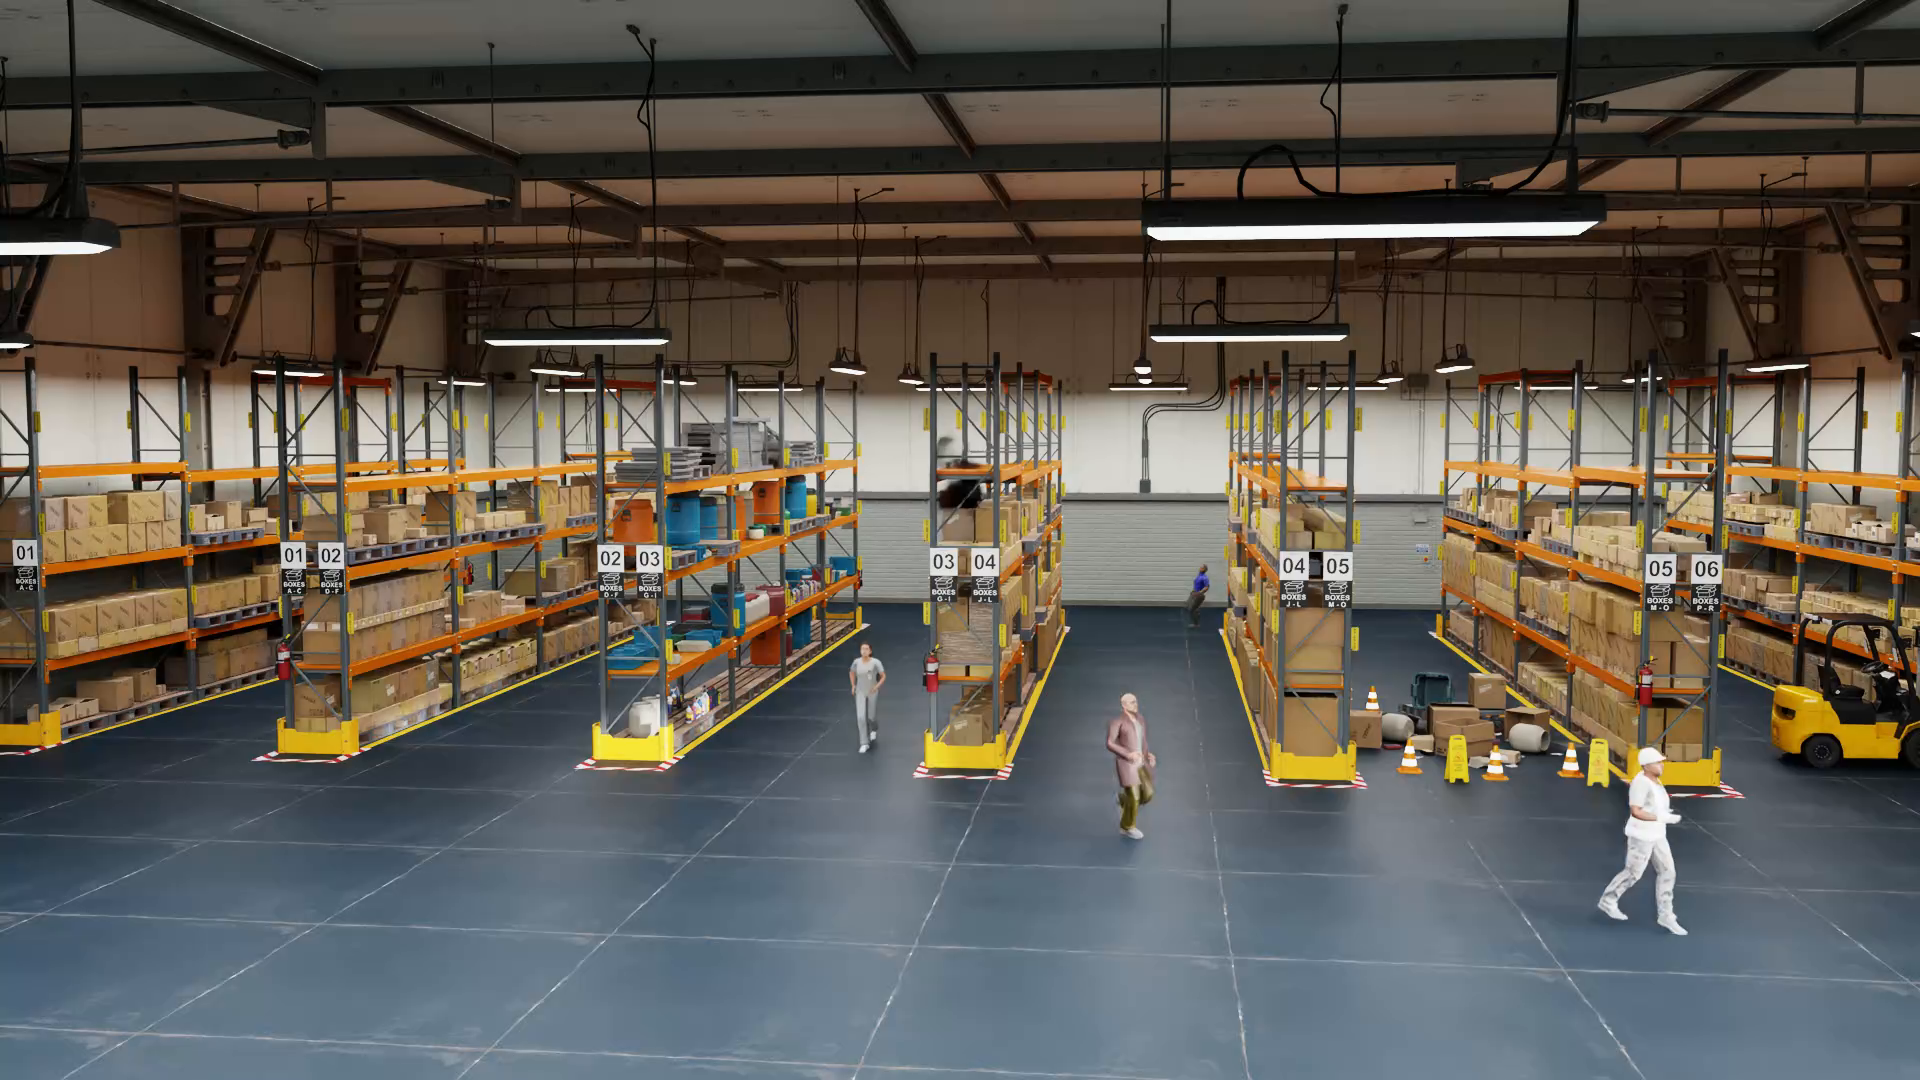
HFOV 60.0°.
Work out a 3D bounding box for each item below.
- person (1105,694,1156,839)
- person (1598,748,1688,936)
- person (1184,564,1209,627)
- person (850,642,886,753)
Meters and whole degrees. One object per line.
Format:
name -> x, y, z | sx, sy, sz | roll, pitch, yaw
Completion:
person -> 2.057, 2.722, 20.120 | 0.711, 1.735, 0.637 | -4, 5, -41
person -> 6.732, 2.953, 16.390 | 0.662, 1.829, 0.841 | -4, 6, -45
person -> 5.740, 1.356, 40.426 | 0.490, 1.572, 0.676 | -1, 4, -11
person -> -1.423, 2.379, 25.551 | 0.579, 1.667, 0.850 | 0, 4, 6
